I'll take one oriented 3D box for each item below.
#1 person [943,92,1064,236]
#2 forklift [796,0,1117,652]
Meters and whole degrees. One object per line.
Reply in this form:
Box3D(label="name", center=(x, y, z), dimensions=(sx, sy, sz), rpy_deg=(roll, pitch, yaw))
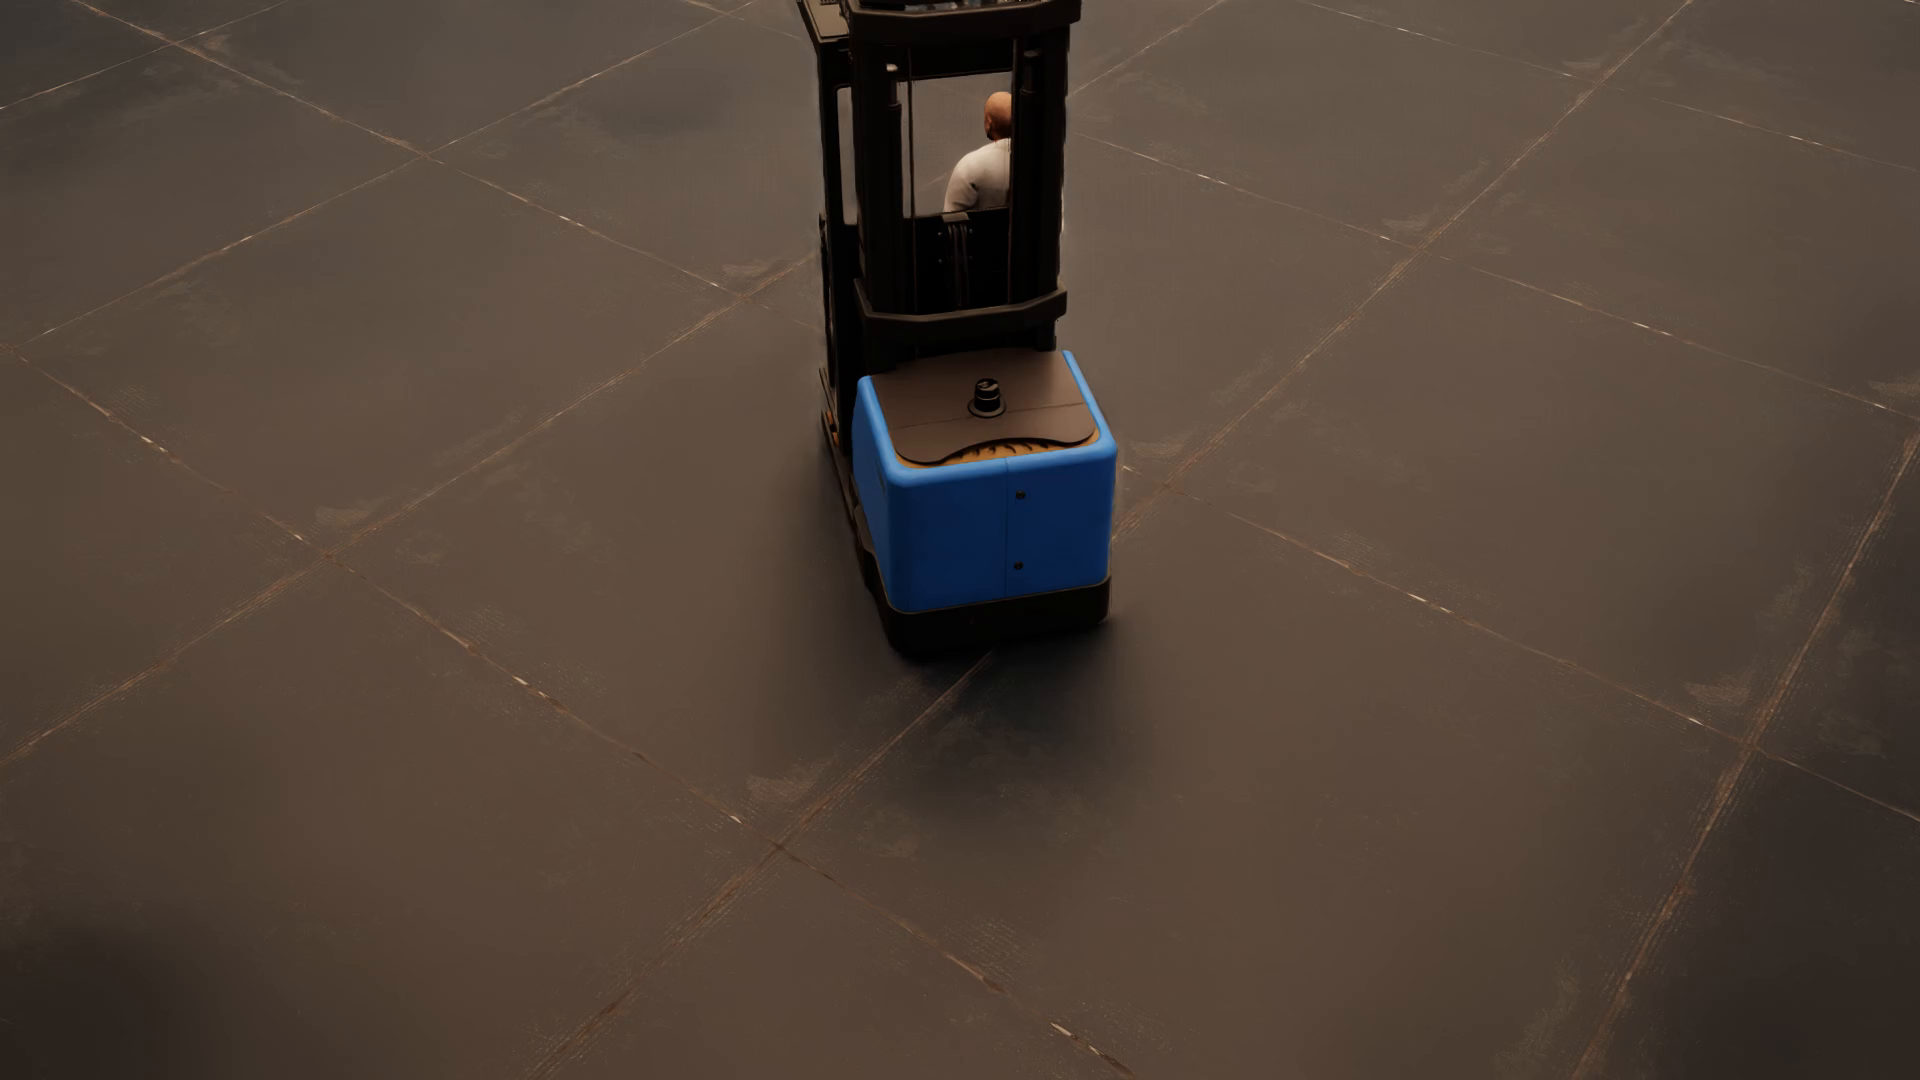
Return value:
Box3D(label="person", center=(0.163, -1.569, 8.811), dimensions=(0.791, 1.771, 0.534), rpy_deg=(-14, 42, -16))
Box3D(label="forklift", center=(-0.125, -1.566, 7.911), dimensions=(1.130, 2.935, 3.031), rpy_deg=(-8, 41, -10))
